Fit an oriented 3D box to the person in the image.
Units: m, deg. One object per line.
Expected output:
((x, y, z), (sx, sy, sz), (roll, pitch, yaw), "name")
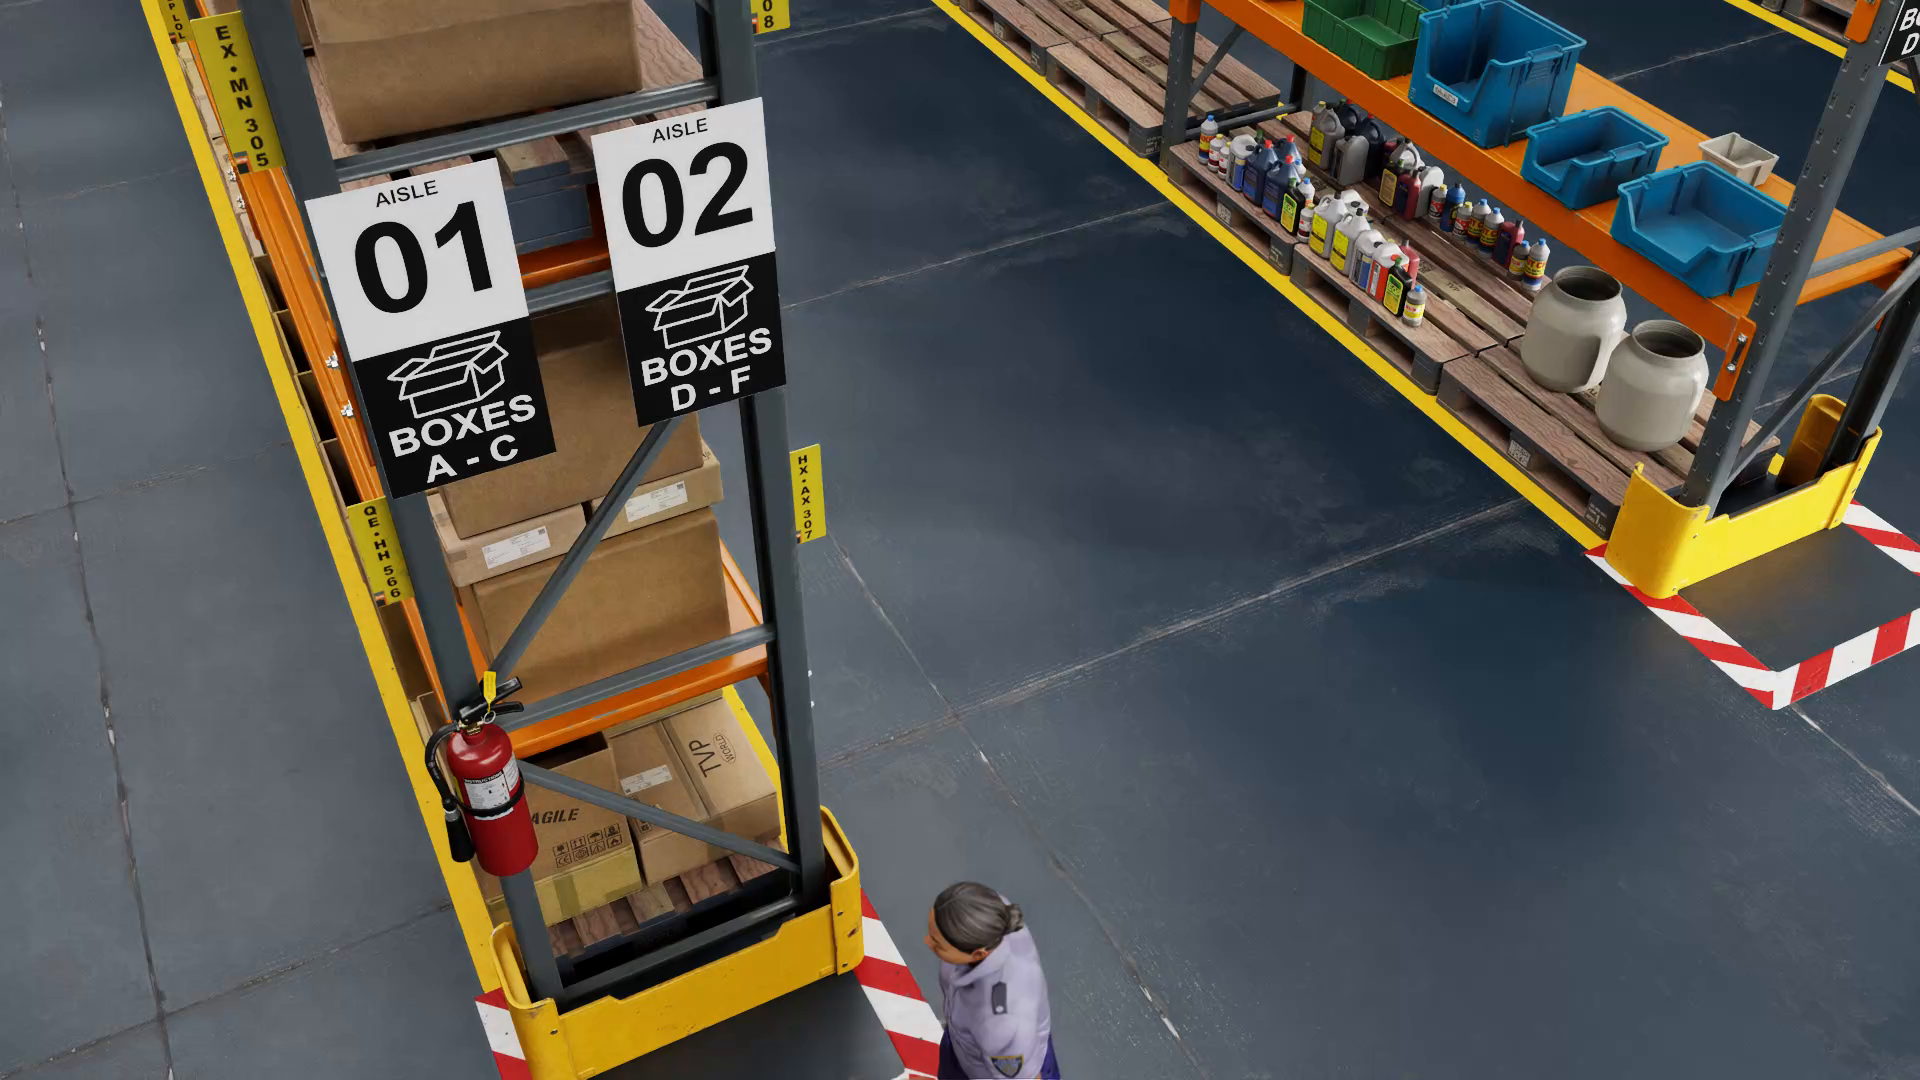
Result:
((0.079, 1.435, 4.544), (0.370, 1.651, 0.543), (-6, 42, -7), "person")
